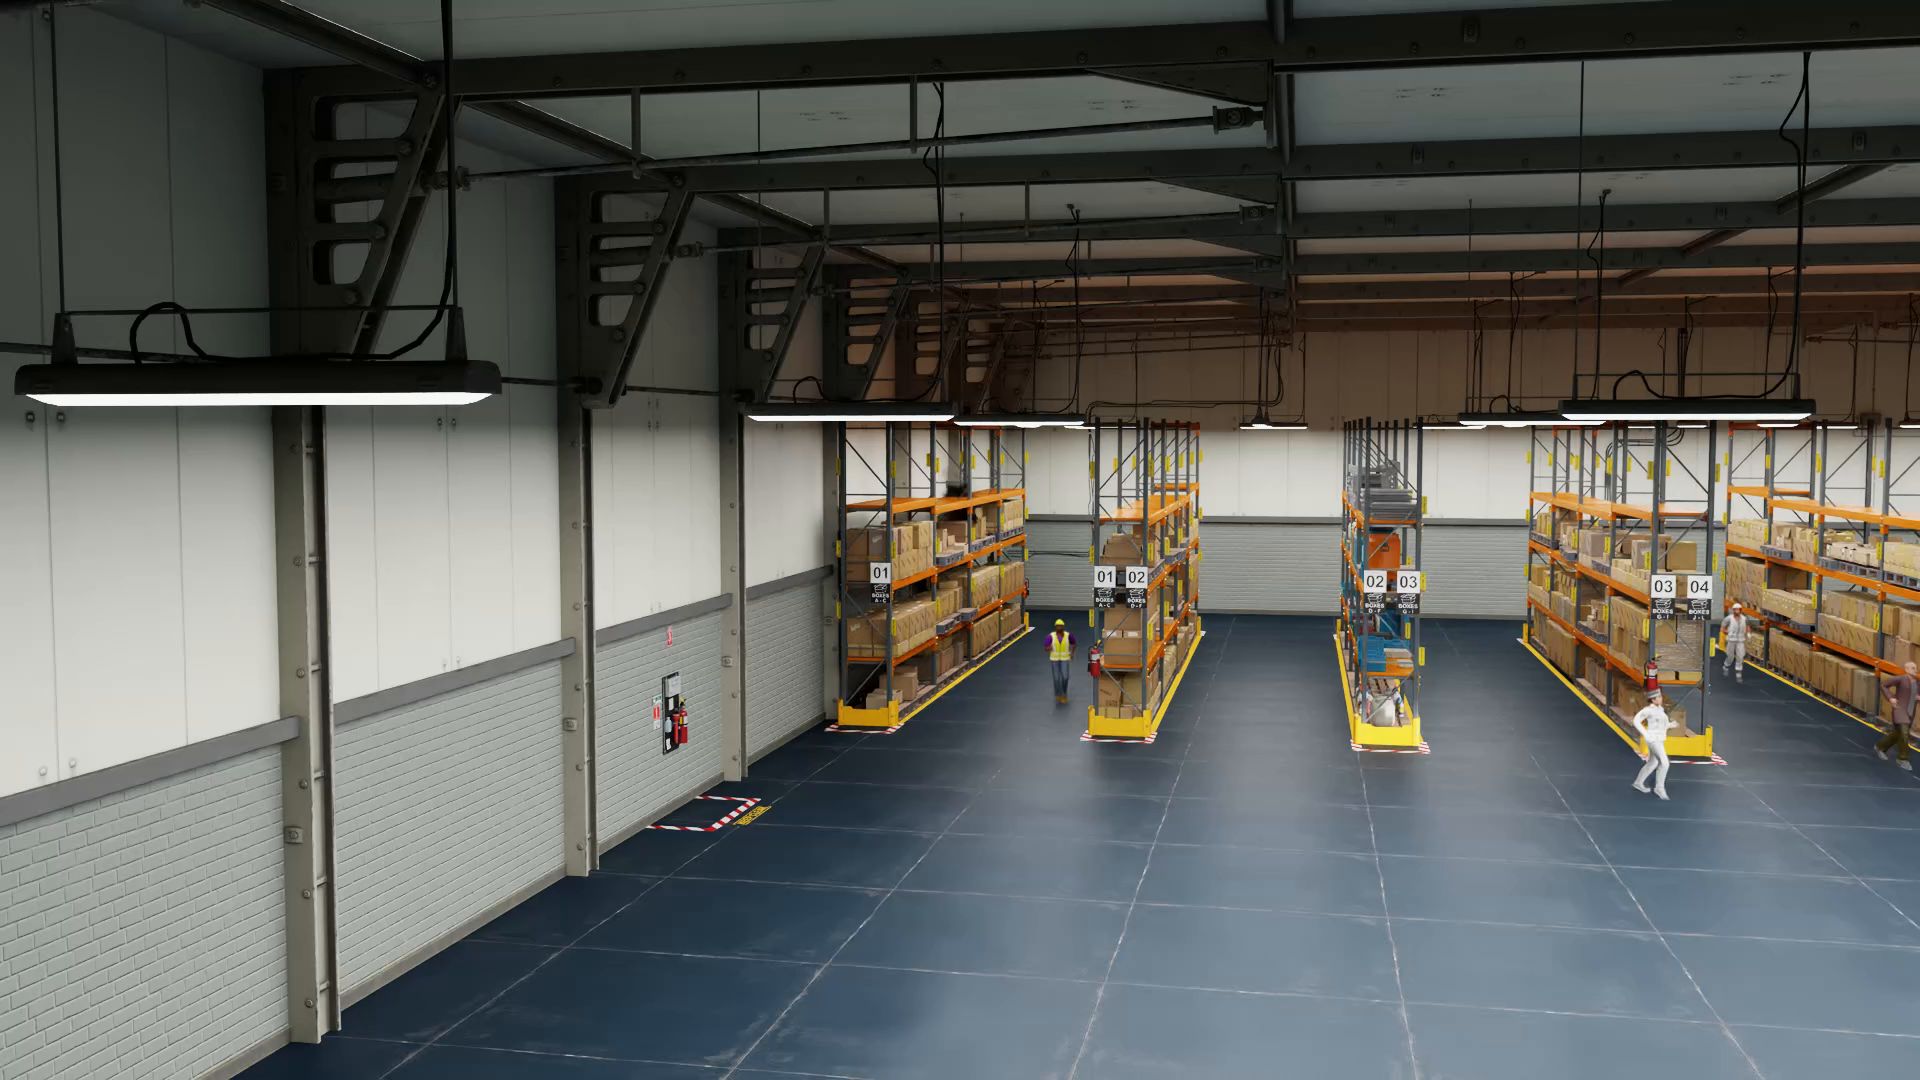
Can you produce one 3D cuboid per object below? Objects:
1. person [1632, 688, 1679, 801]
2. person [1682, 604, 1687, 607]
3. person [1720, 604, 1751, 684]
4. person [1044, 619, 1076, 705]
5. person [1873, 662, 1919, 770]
[{"bbox_3d":[10.889,3.189,26.040,0.685,1.751,0.593,3,5,43],"label":"person"},{"bbox_3d":[19.726,1.998,44.969,0.808,1.688,0.607,-1,4,-13],"label":"person"},{"bbox_3d":[17.804,2.349,38.179,0.685,1.801,0.872,0,4,7],"label":"person"},{"bbox_3d":[2.110,2.573,35.061,0.677,1.795,0.683,0,4,5],"label":"person"},{"bbox_3d":[16.276,3.002,28.614,0.706,1.817,0.854,-1,4,-14],"label":"person"}]
